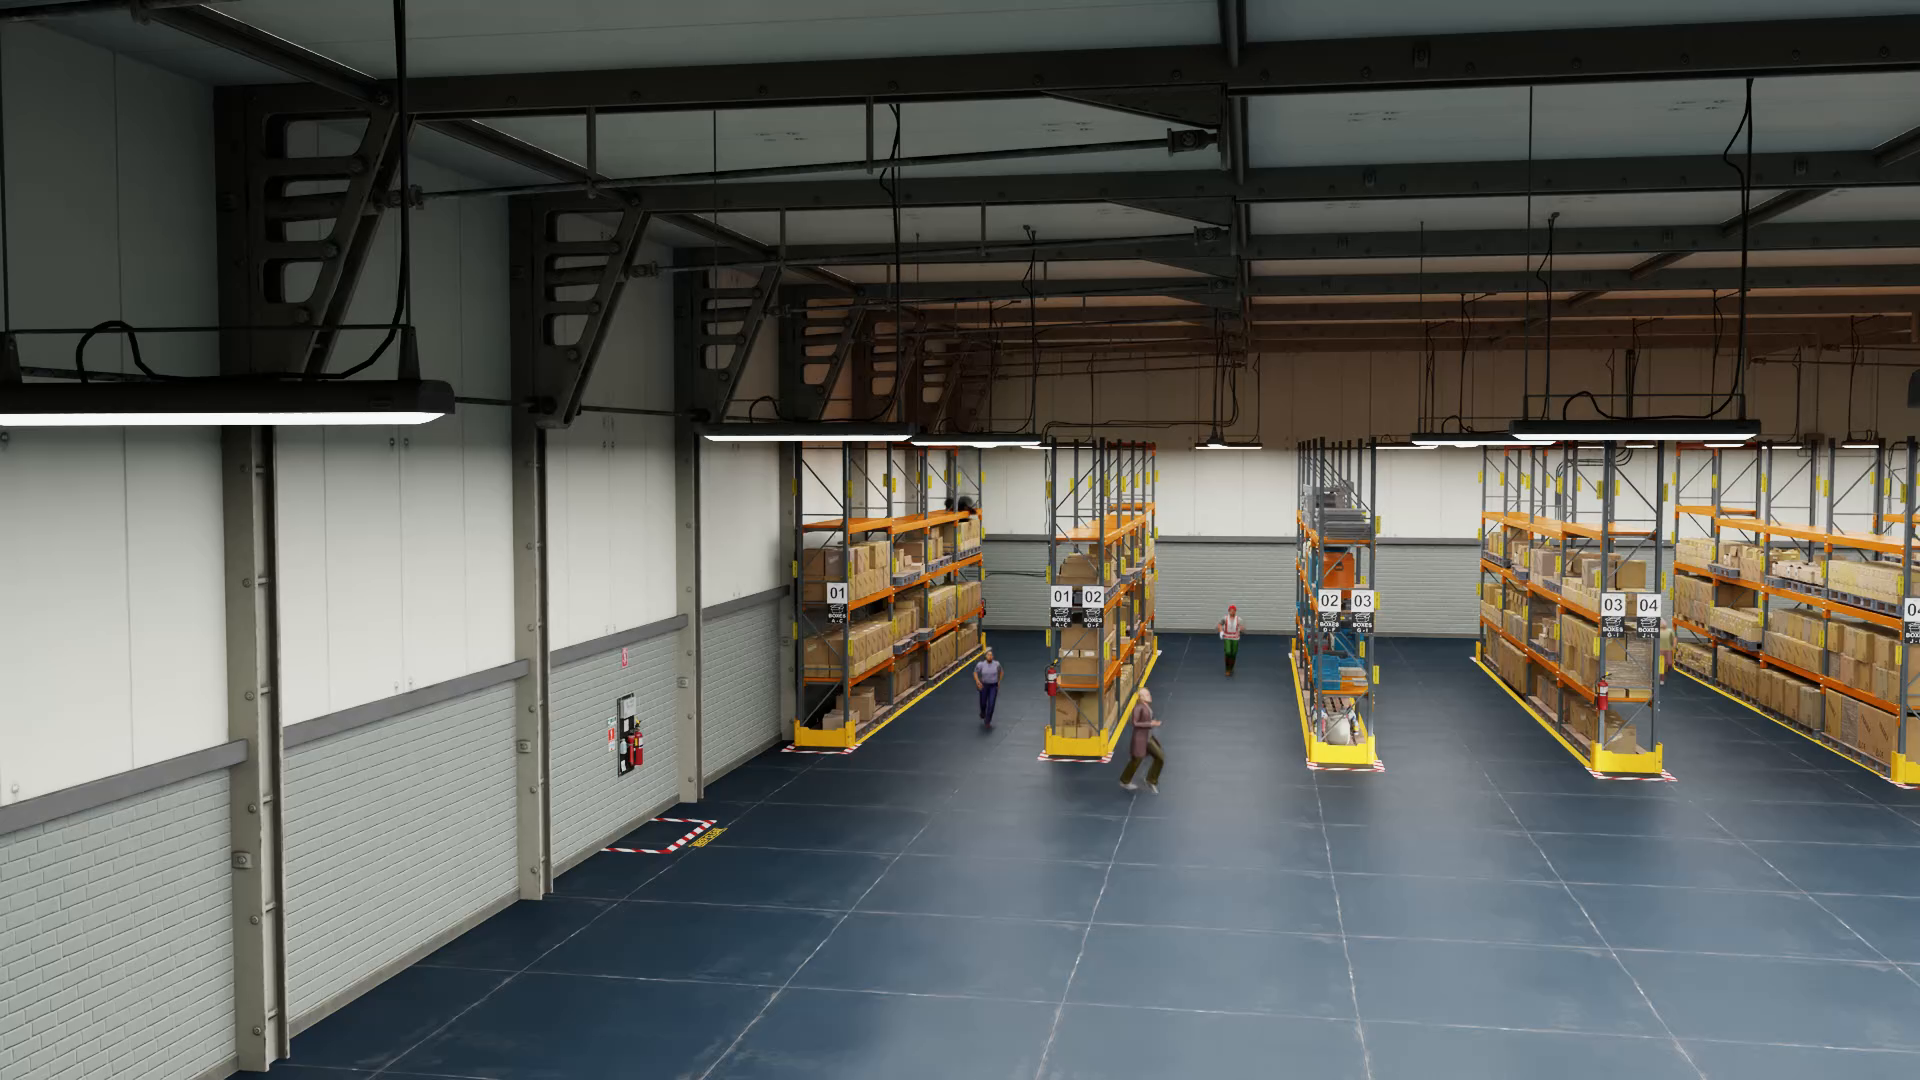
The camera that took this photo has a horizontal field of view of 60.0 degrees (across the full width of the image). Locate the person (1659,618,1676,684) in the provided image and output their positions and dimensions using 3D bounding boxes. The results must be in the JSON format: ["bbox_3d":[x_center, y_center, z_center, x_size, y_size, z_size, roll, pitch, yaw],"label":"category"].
[{"bbox_3d":[17.334,2.745,40.916,0.590,1.629,0.520,1,3,14],"label":"person"}]

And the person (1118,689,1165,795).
[{"bbox_3d":[3.011,3.380,27.793,0.862,1.817,0.687,2,4,38],"label":"person"}]

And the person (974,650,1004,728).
[{"bbox_3d":[0.600,3.100,34.744,0.626,1.607,0.626,0,3,-5],"label":"person"}]

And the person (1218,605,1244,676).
[{"bbox_3d":[6.962,2.584,42.612,0.632,1.830,0.754,0,3,2],"label":"person"}]
